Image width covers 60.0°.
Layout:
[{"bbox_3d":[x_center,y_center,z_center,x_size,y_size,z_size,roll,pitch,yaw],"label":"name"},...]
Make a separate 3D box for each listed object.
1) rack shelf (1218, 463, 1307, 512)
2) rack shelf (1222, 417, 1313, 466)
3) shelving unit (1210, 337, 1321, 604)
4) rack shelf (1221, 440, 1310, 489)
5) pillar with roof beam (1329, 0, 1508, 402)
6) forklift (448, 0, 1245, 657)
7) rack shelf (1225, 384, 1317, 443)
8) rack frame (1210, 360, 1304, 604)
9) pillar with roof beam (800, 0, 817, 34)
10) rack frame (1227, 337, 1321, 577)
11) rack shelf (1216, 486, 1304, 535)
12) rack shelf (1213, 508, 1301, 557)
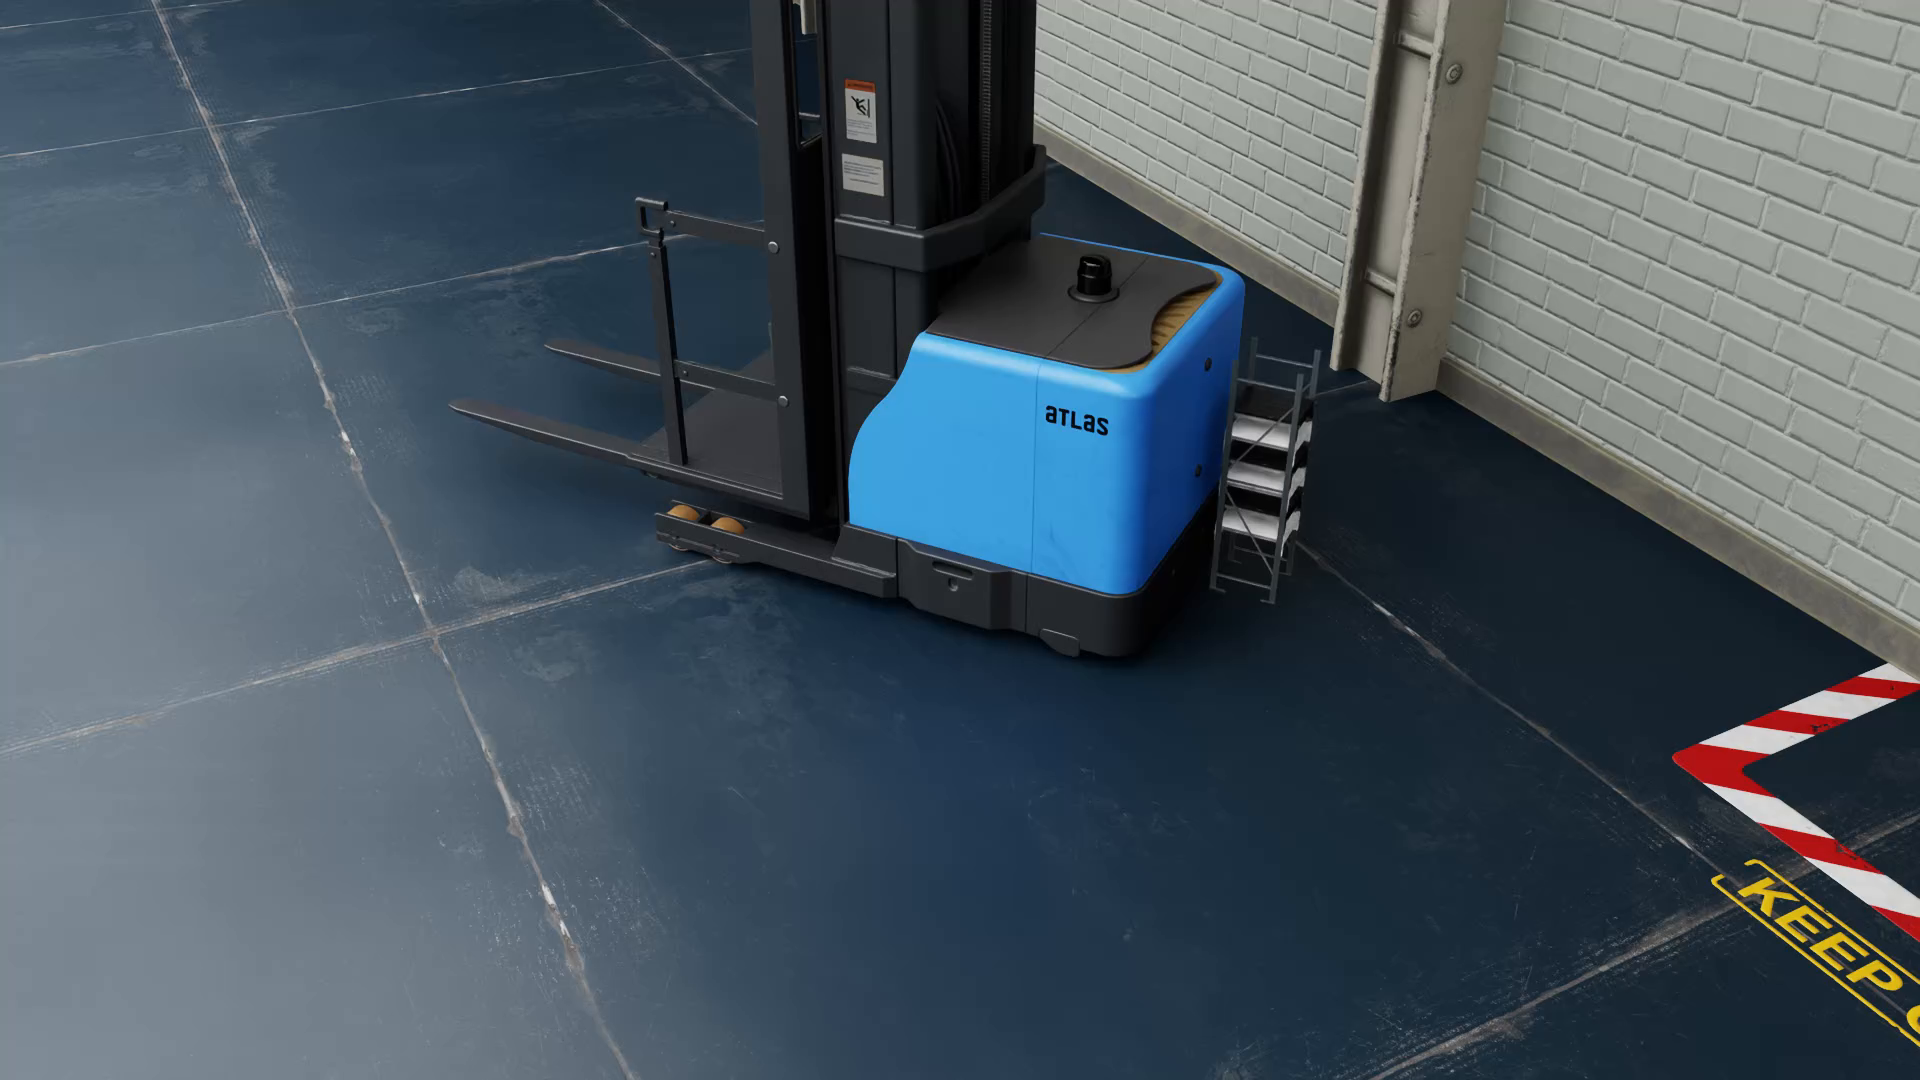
[{"bbox_3d":[1.053,-0.203,5.792,0.258,0.077,0.200,15,35,22],"label":"rack shelf"},{"bbox_3d":[1.055,-0.356,5.697,0.258,0.077,0.200,15,35,22],"label":"rack shelf"},{"bbox_3d":[1.054,-0.231,5.774,0.258,0.900,0.210,15,35,22],"label":"shelving unit"},{"bbox_3d":[1.054,-0.280,5.744,0.258,0.077,0.200,15,35,22],"label":"rack shelf"},{"bbox_3d":[-1.925,-3.432,3.265,9.100,9.000,0.400,-16,36,-23],"label":"pillar with roof beam"},{"bbox_3d":[-0.558,-1.385,5.695,3.031,2.935,1.130,15,36,22],"label":"forklift"},{"bbox_3d":[1.055,-0.433,5.649,0.258,0.077,0.200,15,35,22],"label":"rack shelf"},{"bbox_3d":[1.009,-0.184,5.696,0.240,0.900,0.006,15,35,22],"label":"rack frame"},{"bbox_3d":[-4.722,-6.295,7.734,9.100,9.000,0.400,-16,36,-23],"label":"pillar with roof beam"},{"bbox_3d":[1.098,-0.279,5.852,0.240,0.900,0.006,15,35,22],"label":"rack frame"},{"bbox_3d":[1.053,-0.127,5.839,0.258,0.077,0.200,15,35,22],"label":"rack shelf"},{"bbox_3d":[1.052,-0.050,5.886,0.258,0.077,0.200,15,35,22],"label":"rack shelf"}]
